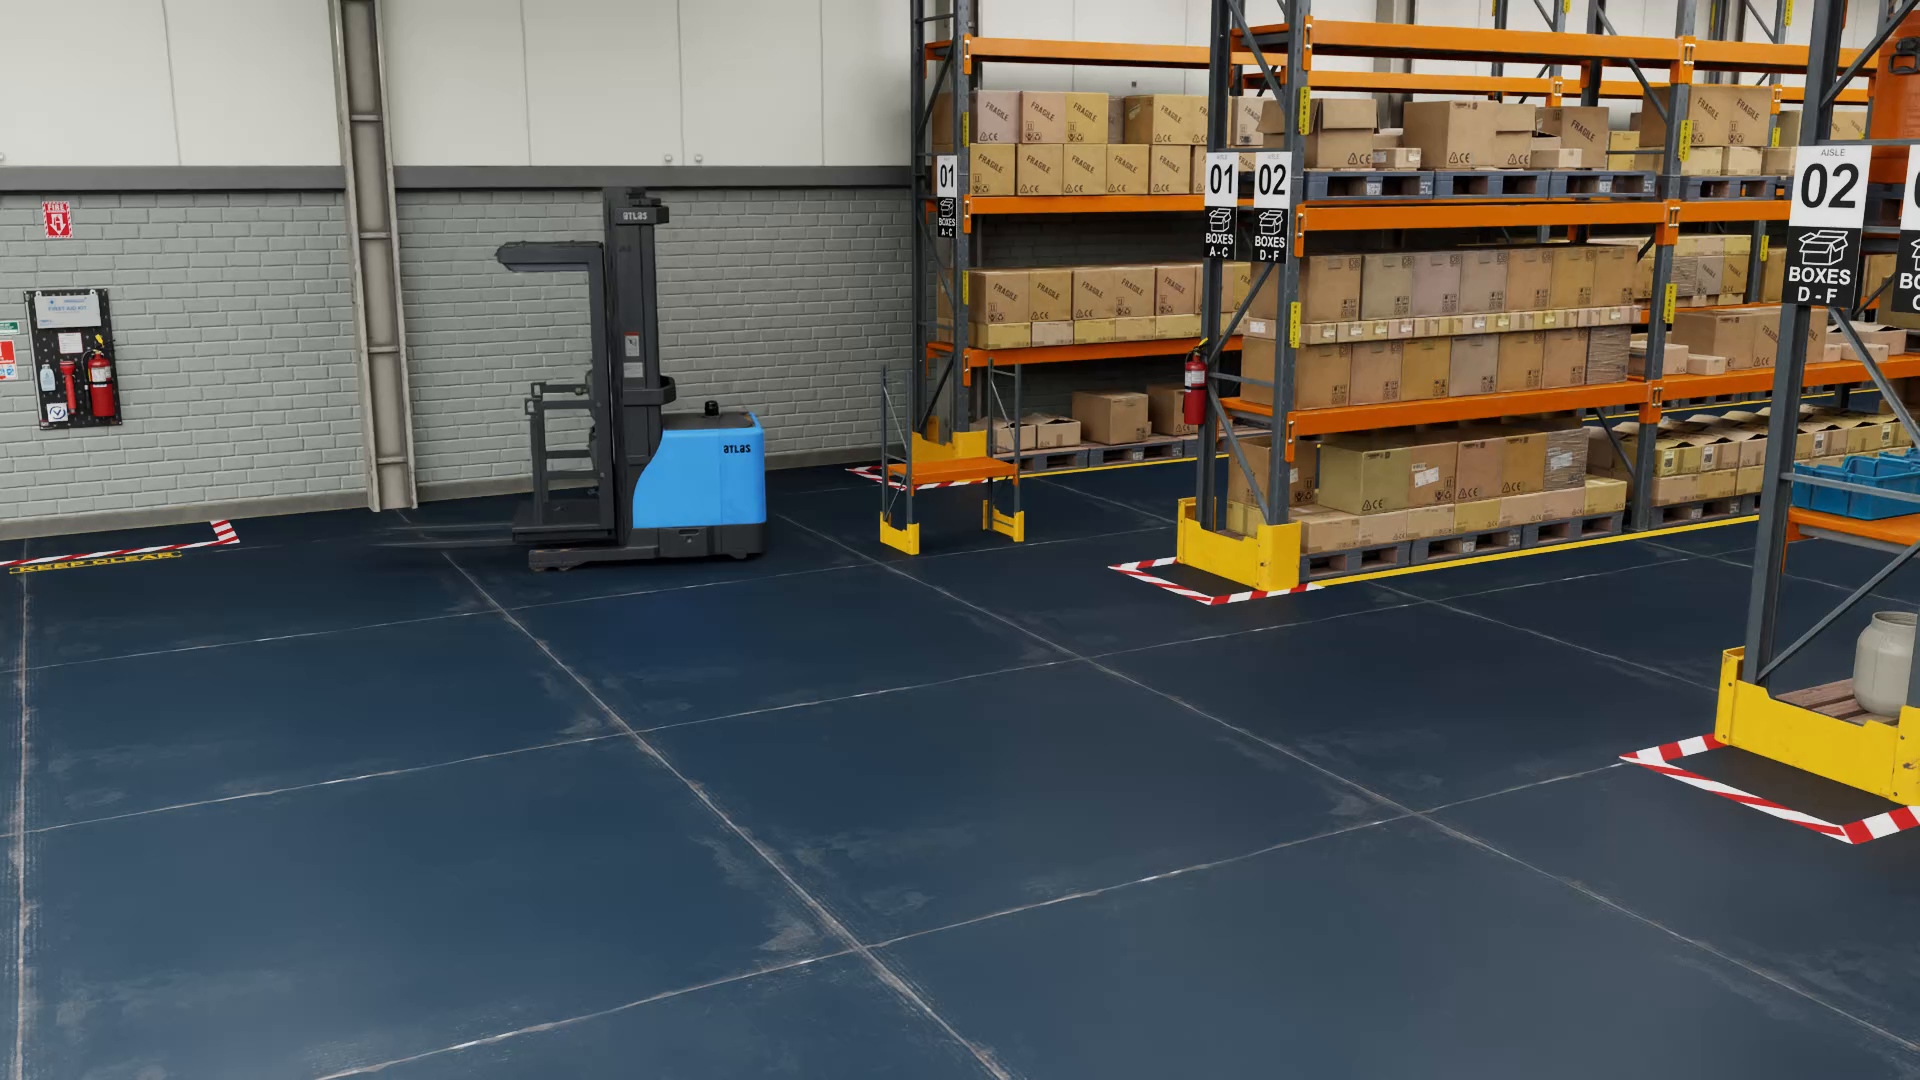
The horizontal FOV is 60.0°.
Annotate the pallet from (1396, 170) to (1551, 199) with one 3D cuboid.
[{"bbox_3d":[3.874,-2.826,13.202,1.213,0.211,1.003,-7,14,-28],"label":"pallet"}]

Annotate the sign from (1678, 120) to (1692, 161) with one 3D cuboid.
[{"bbox_3d":[5.947,-3.275,13.639,0.005,0.325,0.100,-7,14,-28],"label":"sign"}]

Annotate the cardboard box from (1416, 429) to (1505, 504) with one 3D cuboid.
[{"bbox_3d":[4.064,-0.607,13.572,0.500,0.500,0.500,-7,14,-28],"label":"cardboard box"}]

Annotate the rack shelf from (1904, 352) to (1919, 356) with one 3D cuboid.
[{"bbox_3d":[10.946,-1.908,17.393,4.000,0.370,1.077,-7,14,-28],"label":"rack shelf"}]

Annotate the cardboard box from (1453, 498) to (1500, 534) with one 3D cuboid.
[{"bbox_3d":[4.064,-0.241,13.655,0.500,0.250,0.500,-7,14,-28],"label":"cardboard box"}]

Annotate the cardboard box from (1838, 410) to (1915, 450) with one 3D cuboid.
[{"bbox_3d":[8.849,-1.083,16.117,0.500,0.311,0.500,-6,14,-26],"label":"cardboard box"}]

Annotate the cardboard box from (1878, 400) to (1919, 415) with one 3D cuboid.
[{"bbox_3d":[9.899,-1.187,17.243,0.500,0.500,0.500,-6,14,-26],"label":"cardboard box"}]

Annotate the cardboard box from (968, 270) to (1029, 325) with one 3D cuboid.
[{"bbox_3d":[0.355,-2.456,16.777,0.500,0.500,0.500,-7,14,-28],"label":"cardboard box"}]

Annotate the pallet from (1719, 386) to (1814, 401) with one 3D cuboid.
[{"bbox_3d":[11.030,-2.128,23.083,1.213,0.211,1.003,-7,14,-28],"label":"pallet"}]

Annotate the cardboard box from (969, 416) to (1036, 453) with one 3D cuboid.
[{"bbox_3d":[0.443,-1.119,17.372,0.500,0.311,0.500,-9,15,-34],"label":"cardboard box"}]

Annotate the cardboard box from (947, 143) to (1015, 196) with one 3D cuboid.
[{"bbox_3d":[0.205,-3.670,16.479,0.500,0.500,0.500,-6,14,-26],"label":"cardboard box"}]

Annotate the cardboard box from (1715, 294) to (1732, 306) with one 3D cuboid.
[{"bbox_3d":[9.954,-3.189,21.975,0.250,0.149,0.380,-7,14,-27],"label":"cardboard box"}]

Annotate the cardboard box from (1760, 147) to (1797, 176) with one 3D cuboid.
[{"bbox_3d":[7.387,-3.412,14.991,0.500,0.250,0.500,-8,15,-33],"label":"cardboard box"}]

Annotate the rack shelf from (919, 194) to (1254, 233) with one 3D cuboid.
[{"bbox_3d":[1.548,-3.484,17.564,4.000,0.370,1.077,-7,14,-28],"label":"rack shelf"}]

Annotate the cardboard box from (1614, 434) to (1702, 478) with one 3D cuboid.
[{"bbox_3d":[6.162,-0.760,14.683,0.500,0.311,0.500,-7,14,-28],"label":"cardboard box"}]

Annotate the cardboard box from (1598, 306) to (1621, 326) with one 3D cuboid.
[{"bbox_3d":[5.326,-1.897,14.002,0.250,0.149,0.380,-7,15,-29],"label":"cardboard box"}]

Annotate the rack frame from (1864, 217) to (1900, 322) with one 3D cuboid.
[{"bbox_3d":[13.836,-3.844,24.358,0.127,3.000,1.000,-7,14,-28],"label":"rack frame"}]

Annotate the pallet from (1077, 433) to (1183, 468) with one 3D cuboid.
[{"bbox_3d":[1.658,-1.015,18.137,1.213,0.211,1.003,-7,14,-28],"label":"pallet"}]

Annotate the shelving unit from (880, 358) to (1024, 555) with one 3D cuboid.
[{"bbox_3d":[-0.067,-0.724,13.909,1.083,1.500,0.587,-7,14,-28],"label":"shelving unit"}]

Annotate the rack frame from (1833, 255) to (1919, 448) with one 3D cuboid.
[{"bbox_3d":[9.191,-2.048,16.379,0.127,3.000,1.000,-7,14,-28],"label":"rack frame"}]

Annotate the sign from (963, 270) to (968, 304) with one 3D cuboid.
[{"bbox_3d":[0.052,-2.479,16.320,0.005,0.325,0.100,-7,14,-28],"label":"sign"}]

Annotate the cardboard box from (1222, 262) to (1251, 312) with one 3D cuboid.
[{"bbox_3d":[3.036,-2.775,18.195,0.500,0.500,0.500,-7,14,-28],"label":"cardboard box"}]

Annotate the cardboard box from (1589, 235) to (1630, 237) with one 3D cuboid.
[{"bbox_3d":[8.443,-3.831,21.639,0.500,0.250,0.500,-7,15,-29],"label":"cardboard box"}]

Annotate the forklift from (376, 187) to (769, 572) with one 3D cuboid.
[{"bbox_3d":[-3.115,-1.309,13.250,3.031,2.935,1.130,-2,13,-11],"label":"forklift"}]

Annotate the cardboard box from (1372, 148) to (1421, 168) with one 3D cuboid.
[{"bbox_3d":[3.286,-2.910,12.675,0.250,0.149,0.380,-7,14,-28],"label":"cardboard box"}]

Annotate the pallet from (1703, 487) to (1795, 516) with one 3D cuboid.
[{"bbox_3d":[7.380,-0.481,15.767,1.213,0.211,1.003,-7,14,-28],"label":"pallet"}]

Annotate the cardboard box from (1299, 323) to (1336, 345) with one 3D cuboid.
[{"bbox_3d":[2.617,-1.572,12.556,0.250,0.149,0.380,-7,14,-28],"label":"cardboard box"}]

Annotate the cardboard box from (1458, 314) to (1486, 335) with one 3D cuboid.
[{"bbox_3d":[3.966,-1.733,13.274,0.250,0.149,0.380,-7,14,-27],"label":"cardboard box"}]

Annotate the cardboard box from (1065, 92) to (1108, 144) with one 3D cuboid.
[{"bbox_3d":[1.156,-4.263,16.839,0.500,0.500,0.500,-6,14,-26],"label":"cardboard box"}]

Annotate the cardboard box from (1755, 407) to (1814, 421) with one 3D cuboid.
[{"bbox_3d":[8.133,-1.130,16.327,0.500,0.311,0.500,-7,15,-29],"label":"cardboard box"}]

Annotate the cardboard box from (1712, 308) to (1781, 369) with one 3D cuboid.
[{"bbox_3d":[7.264,-1.862,15.323,0.500,0.500,0.500,-7,14,-28],"label":"cardboard box"}]

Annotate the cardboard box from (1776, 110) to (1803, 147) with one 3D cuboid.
[{"bbox_3d":[11.085,-5.454,22.129,0.500,0.500,0.500,-7,14,-28],"label":"cardboard box"}]

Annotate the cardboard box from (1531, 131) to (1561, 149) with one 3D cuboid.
[{"bbox_3d":[4.638,-3.262,13.866,0.500,0.311,0.500,-8,15,-31],"label":"cardboard box"}]

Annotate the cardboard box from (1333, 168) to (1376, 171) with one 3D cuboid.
[{"bbox_3d":[4.362,-4.313,18.858,0.500,0.311,0.500,-6,14,-26],"label":"cardboard box"}]

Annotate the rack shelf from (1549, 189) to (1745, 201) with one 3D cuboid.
[{"bbox_3d":[8.569,-4.325,21.303,4.000,0.370,1.077,-7,14,-28],"label":"rack shelf"}]

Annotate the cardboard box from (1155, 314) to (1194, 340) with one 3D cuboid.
[{"bbox_3d":[2.157,-2.303,17.808,0.500,0.250,0.500,-7,14,-28],"label":"cardboard box"}]

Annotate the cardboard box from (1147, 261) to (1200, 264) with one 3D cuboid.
[{"bbox_3d":[2.335,-2.821,18.402,0.500,0.500,0.500,-7,14,-28],"label":"cardboard box"}]

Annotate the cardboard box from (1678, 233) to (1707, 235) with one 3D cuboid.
[{"bbox_3d":[9.796,-3.995,22.369,0.500,0.250,0.500,-6,14,-26],"label":"cardboard box"}]

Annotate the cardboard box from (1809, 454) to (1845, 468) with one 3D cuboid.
[{"bbox_3d":[7.952,-0.702,15.703,0.500,0.250,0.500,-6,14,-27],"label":"cardboard box"}]

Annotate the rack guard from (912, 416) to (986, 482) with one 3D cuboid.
[{"bbox_3d":[-0.141,-0.949,17.189,0.348,0.500,1.175,-7,14,-28],"label":"rack guard"}]

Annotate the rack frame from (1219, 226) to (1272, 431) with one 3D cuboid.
[{"bbox_3d":[3.303,-2.582,18.749,0.127,3.000,1.000,-7,14,-28],"label":"rack frame"}]

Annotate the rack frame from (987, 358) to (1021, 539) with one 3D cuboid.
[{"bbox_3d":[0.371,-0.776,14.142,0.032,1.500,0.500,-7,14,-28],"label":"rack frame"}]

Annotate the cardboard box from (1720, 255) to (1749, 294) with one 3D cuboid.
[{"bbox_3d":[10.041,-3.530,22.011,0.500,0.500,0.500,-7,15,-29],"label":"cardboard box"}]

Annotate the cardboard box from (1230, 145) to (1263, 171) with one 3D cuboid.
[{"bbox_3d":[2.976,-4.003,17.958,0.500,0.500,0.500,-6,14,-26],"label":"cardboard box"}]

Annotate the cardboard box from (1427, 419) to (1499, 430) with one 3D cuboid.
[{"bbox_3d":[4.245,-0.763,14.266,0.500,0.500,0.500,-7,14,-28],"label":"cardboard box"}]

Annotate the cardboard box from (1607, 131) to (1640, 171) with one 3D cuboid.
[{"bbox_3d":[8.144,-4.913,21.046,0.500,0.500,0.700,-6,14,-25],"label":"cardboard box"}]

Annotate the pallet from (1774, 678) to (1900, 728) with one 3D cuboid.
[{"bbox_3d":[5.299,1.007,9.153,1.213,0.211,1.003,-7,14,-28],"label":"pallet"}]

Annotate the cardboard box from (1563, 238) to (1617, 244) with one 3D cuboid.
[{"bbox_3d":[7.807,-3.627,20.734,0.500,0.250,0.500,-7,14,-29],"label":"cardboard box"}]

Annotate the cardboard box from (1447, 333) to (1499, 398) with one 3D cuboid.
[{"bbox_3d":[3.942,-1.465,13.561,0.500,0.500,0.700,-6,14,-26],"label":"cardboard box"}]

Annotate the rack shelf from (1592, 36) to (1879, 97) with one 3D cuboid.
[{"bbox_3d":[7.435,-4.219,14.908,4.000,0.370,1.077,-7,14,-28],"label":"rack shelf"}]

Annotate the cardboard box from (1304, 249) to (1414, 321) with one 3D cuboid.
[{"bbox_3d":[3.090,-1.997,12.968,0.500,0.500,0.700,-7,15,-29],"label":"cardboard box"}]

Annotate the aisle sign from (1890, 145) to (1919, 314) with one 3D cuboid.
[{"bbox_3d":[4.616,-1.456,7.826,0.004,0.787,0.394,-7,14,-28],"label":"aisle sign"}]
